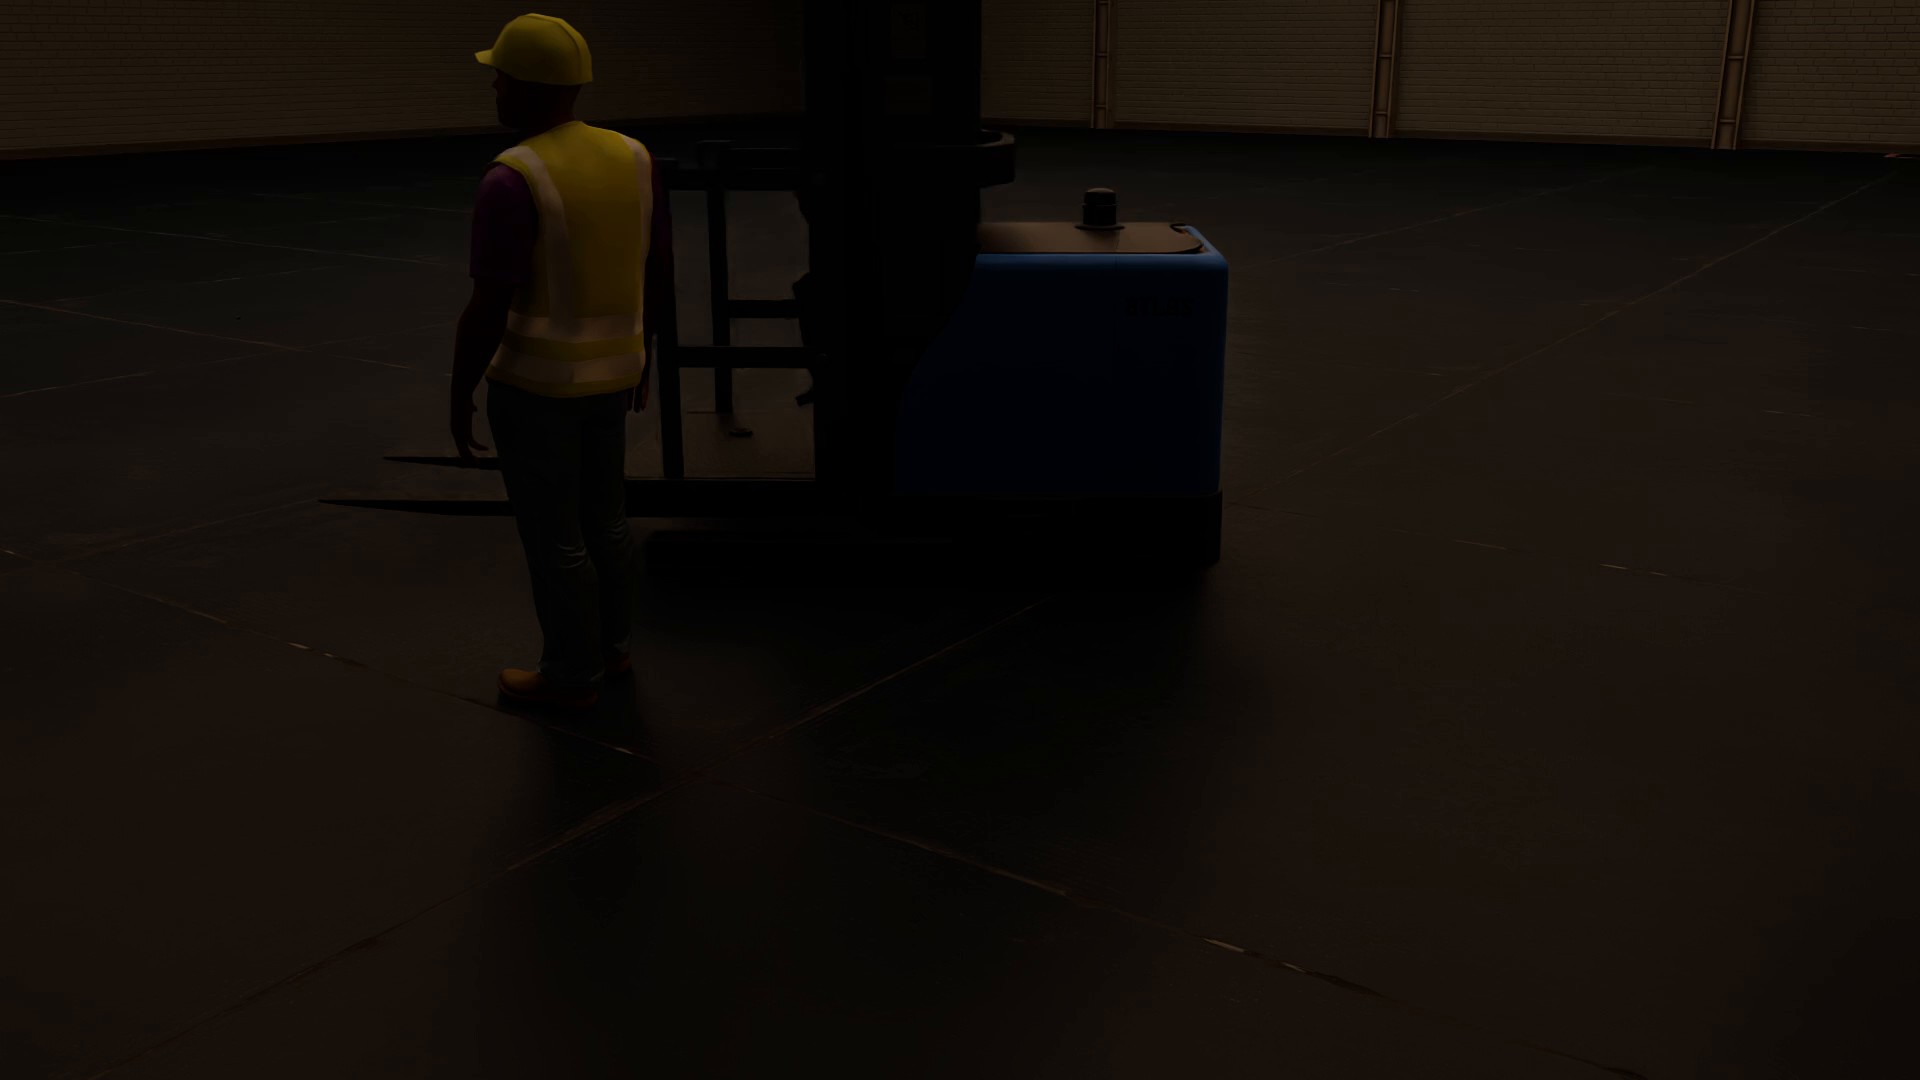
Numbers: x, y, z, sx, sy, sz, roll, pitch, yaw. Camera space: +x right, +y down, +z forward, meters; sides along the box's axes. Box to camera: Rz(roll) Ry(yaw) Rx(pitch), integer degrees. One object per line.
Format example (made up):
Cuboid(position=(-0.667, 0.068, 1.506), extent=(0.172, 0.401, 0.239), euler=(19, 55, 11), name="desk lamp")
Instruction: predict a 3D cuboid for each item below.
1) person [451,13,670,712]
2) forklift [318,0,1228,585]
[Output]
Cuboid(position=(-1.070, -0.424, 4.267), extent=(0.561, 1.770, 0.670), euler=(10, 20, 31), name="person")
Cuboid(position=(-0.647, -1.407, 5.537), extent=(3.031, 2.935, 1.130), euler=(1, 17, 2), name="forklift")
